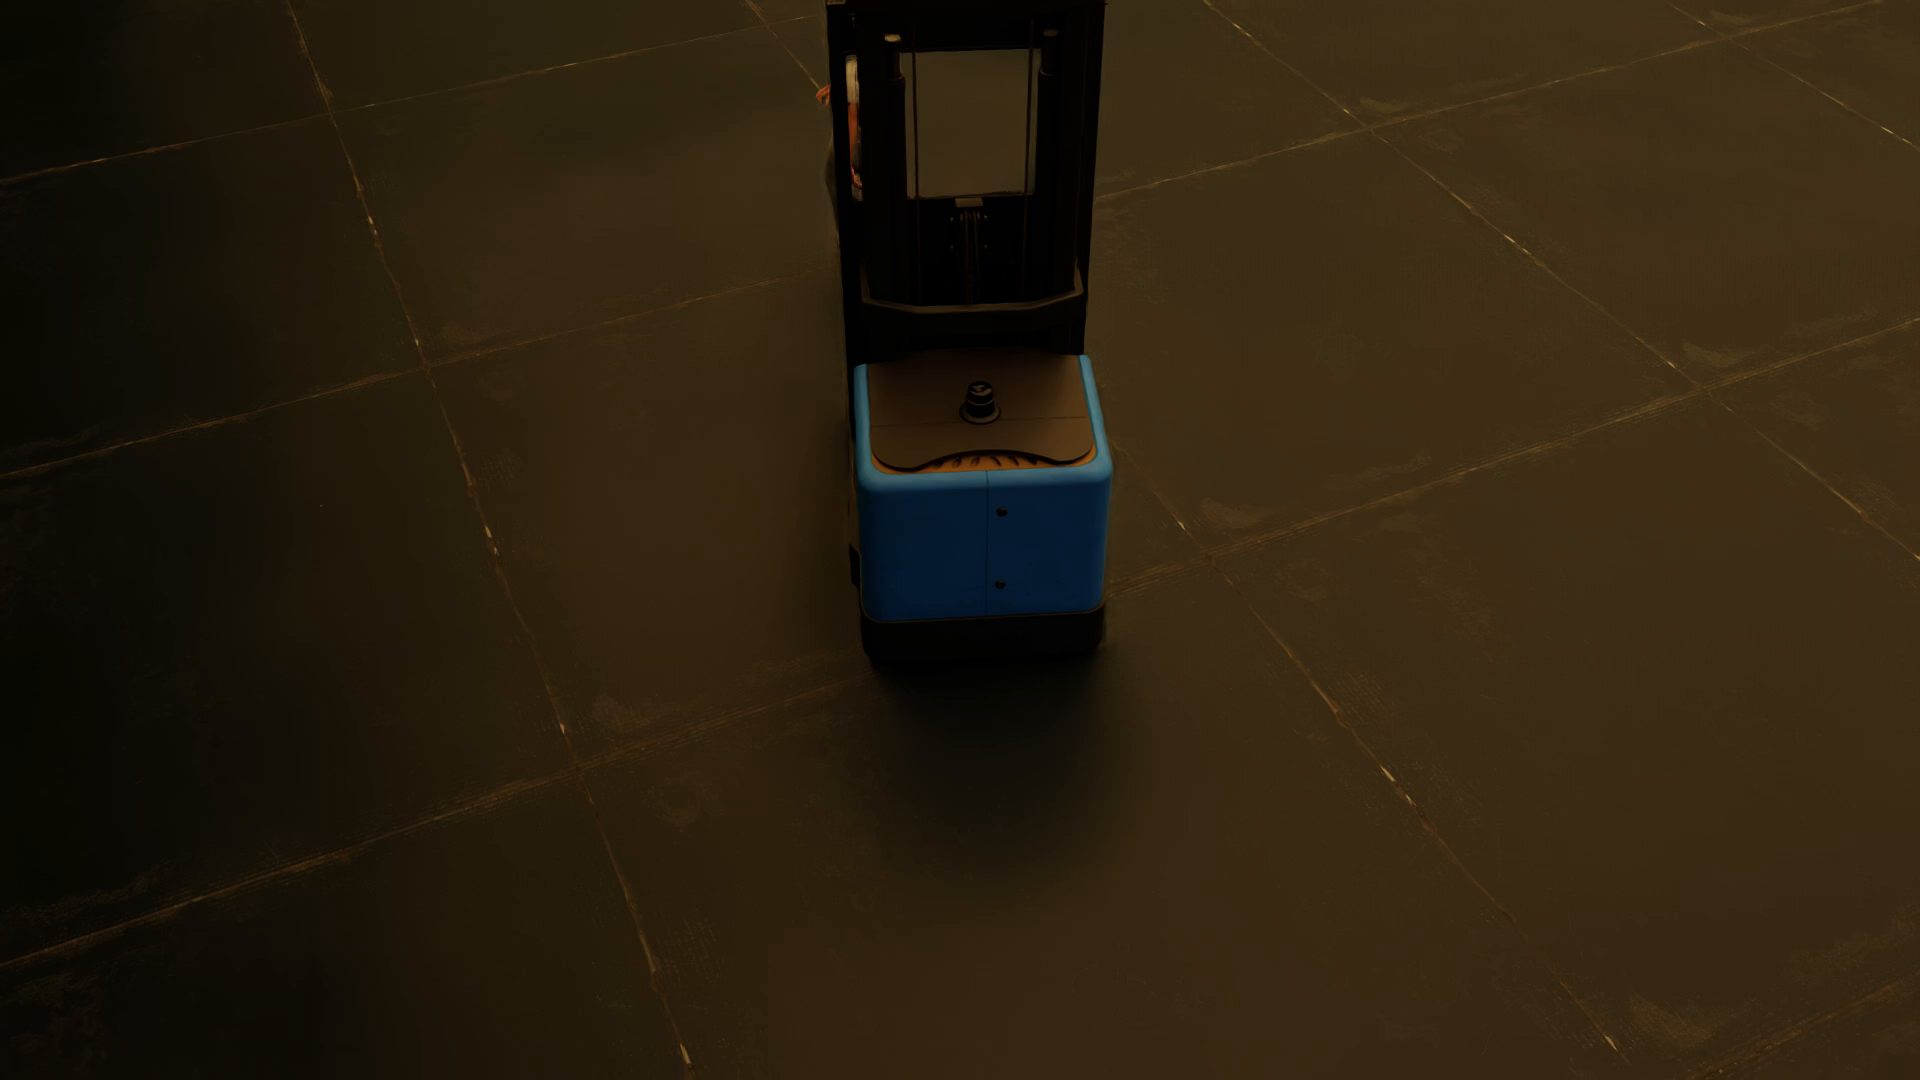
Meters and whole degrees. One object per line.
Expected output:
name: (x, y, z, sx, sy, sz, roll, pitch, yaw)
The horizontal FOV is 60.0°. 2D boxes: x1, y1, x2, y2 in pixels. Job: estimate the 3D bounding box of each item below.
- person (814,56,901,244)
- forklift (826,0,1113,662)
person: (-0.531, -2.124, 8.949, 0.482, 1.649, 0.848, -18, 46, -19)
forklift: (0.004, -1.544, 7.335, 1.130, 2.935, 3.031, -3, 43, -3)
